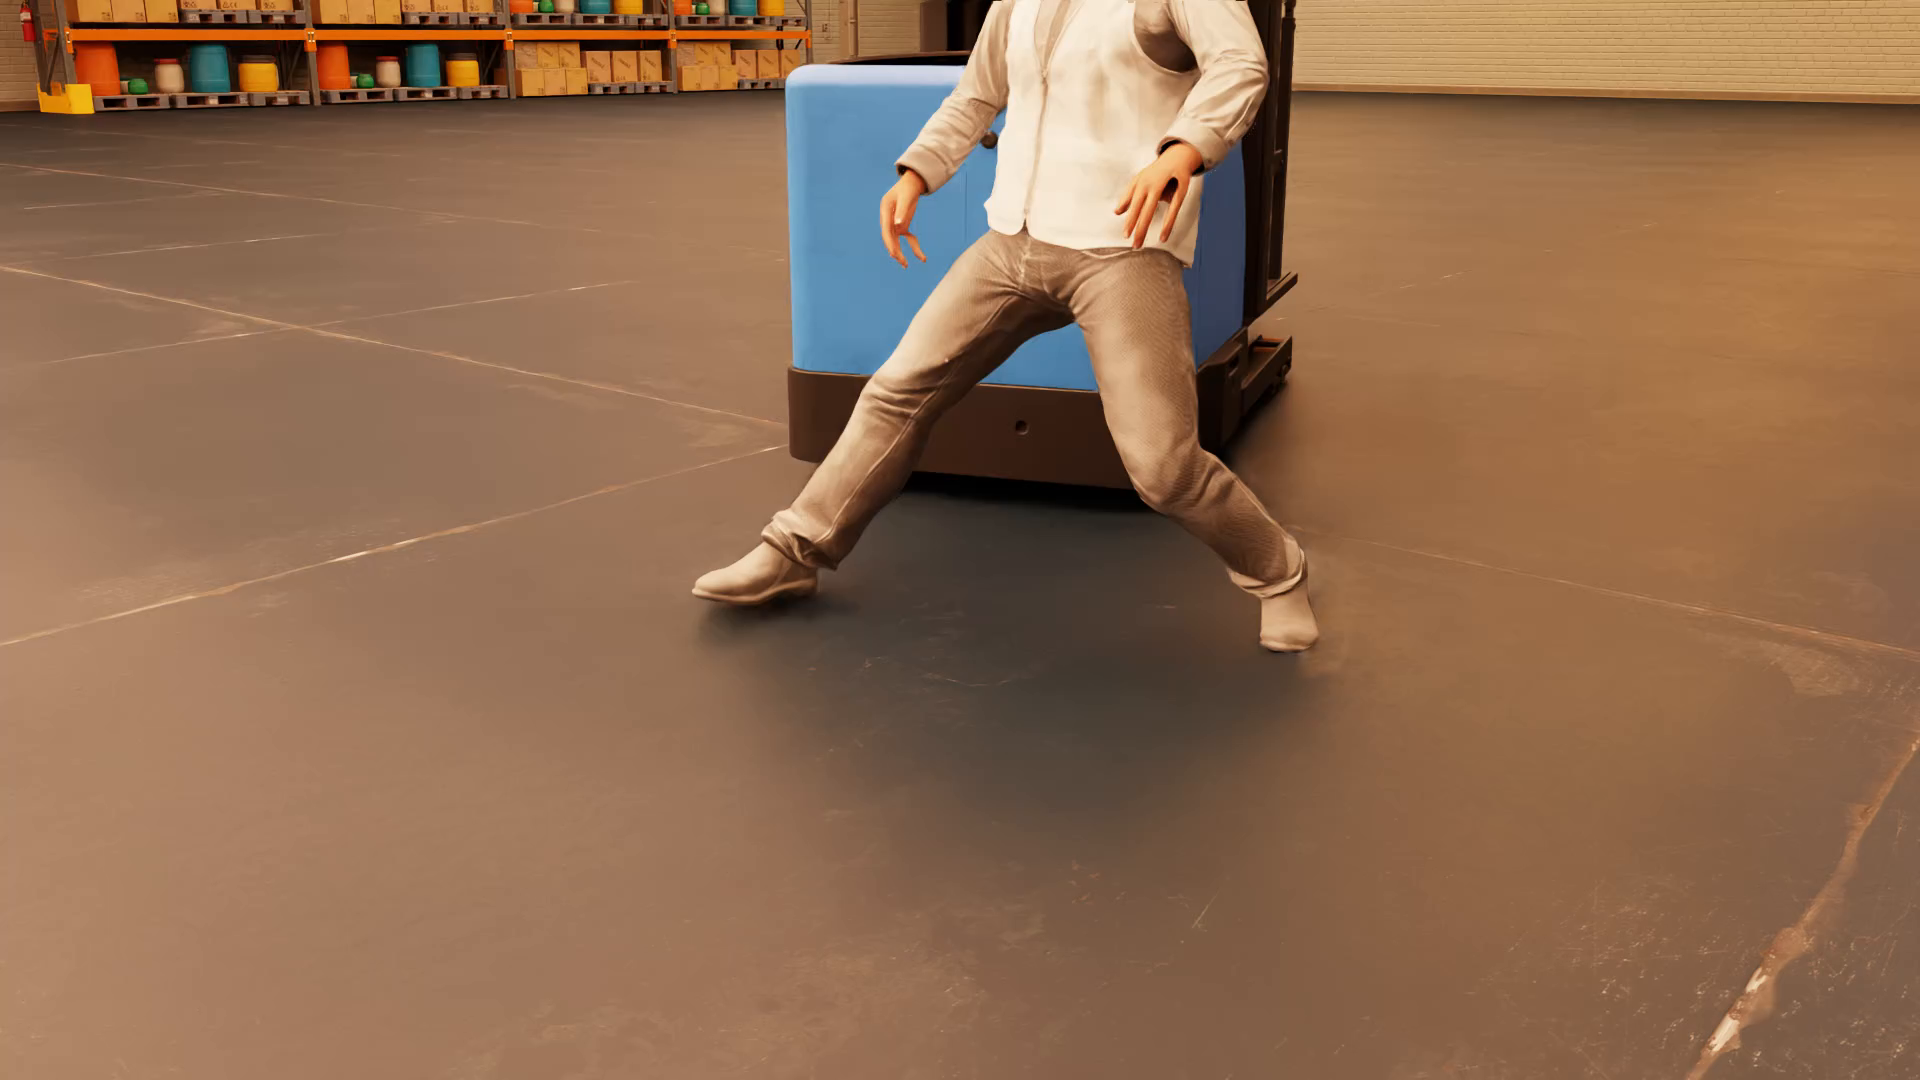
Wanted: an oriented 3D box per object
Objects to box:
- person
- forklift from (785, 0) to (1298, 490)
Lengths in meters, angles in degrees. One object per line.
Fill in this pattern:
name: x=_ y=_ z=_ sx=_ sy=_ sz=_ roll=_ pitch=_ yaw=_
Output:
person: x=0.120 y=-0.591 z=3.163 sx=0.982 sy=1.638 sz=0.995 roll=-15 pitch=22 yaw=-41
forklift: x=0.507 y=-1.913 z=5.196 sx=1.130 sy=2.935 sz=3.031 roll=6 pitch=18 yaw=18
